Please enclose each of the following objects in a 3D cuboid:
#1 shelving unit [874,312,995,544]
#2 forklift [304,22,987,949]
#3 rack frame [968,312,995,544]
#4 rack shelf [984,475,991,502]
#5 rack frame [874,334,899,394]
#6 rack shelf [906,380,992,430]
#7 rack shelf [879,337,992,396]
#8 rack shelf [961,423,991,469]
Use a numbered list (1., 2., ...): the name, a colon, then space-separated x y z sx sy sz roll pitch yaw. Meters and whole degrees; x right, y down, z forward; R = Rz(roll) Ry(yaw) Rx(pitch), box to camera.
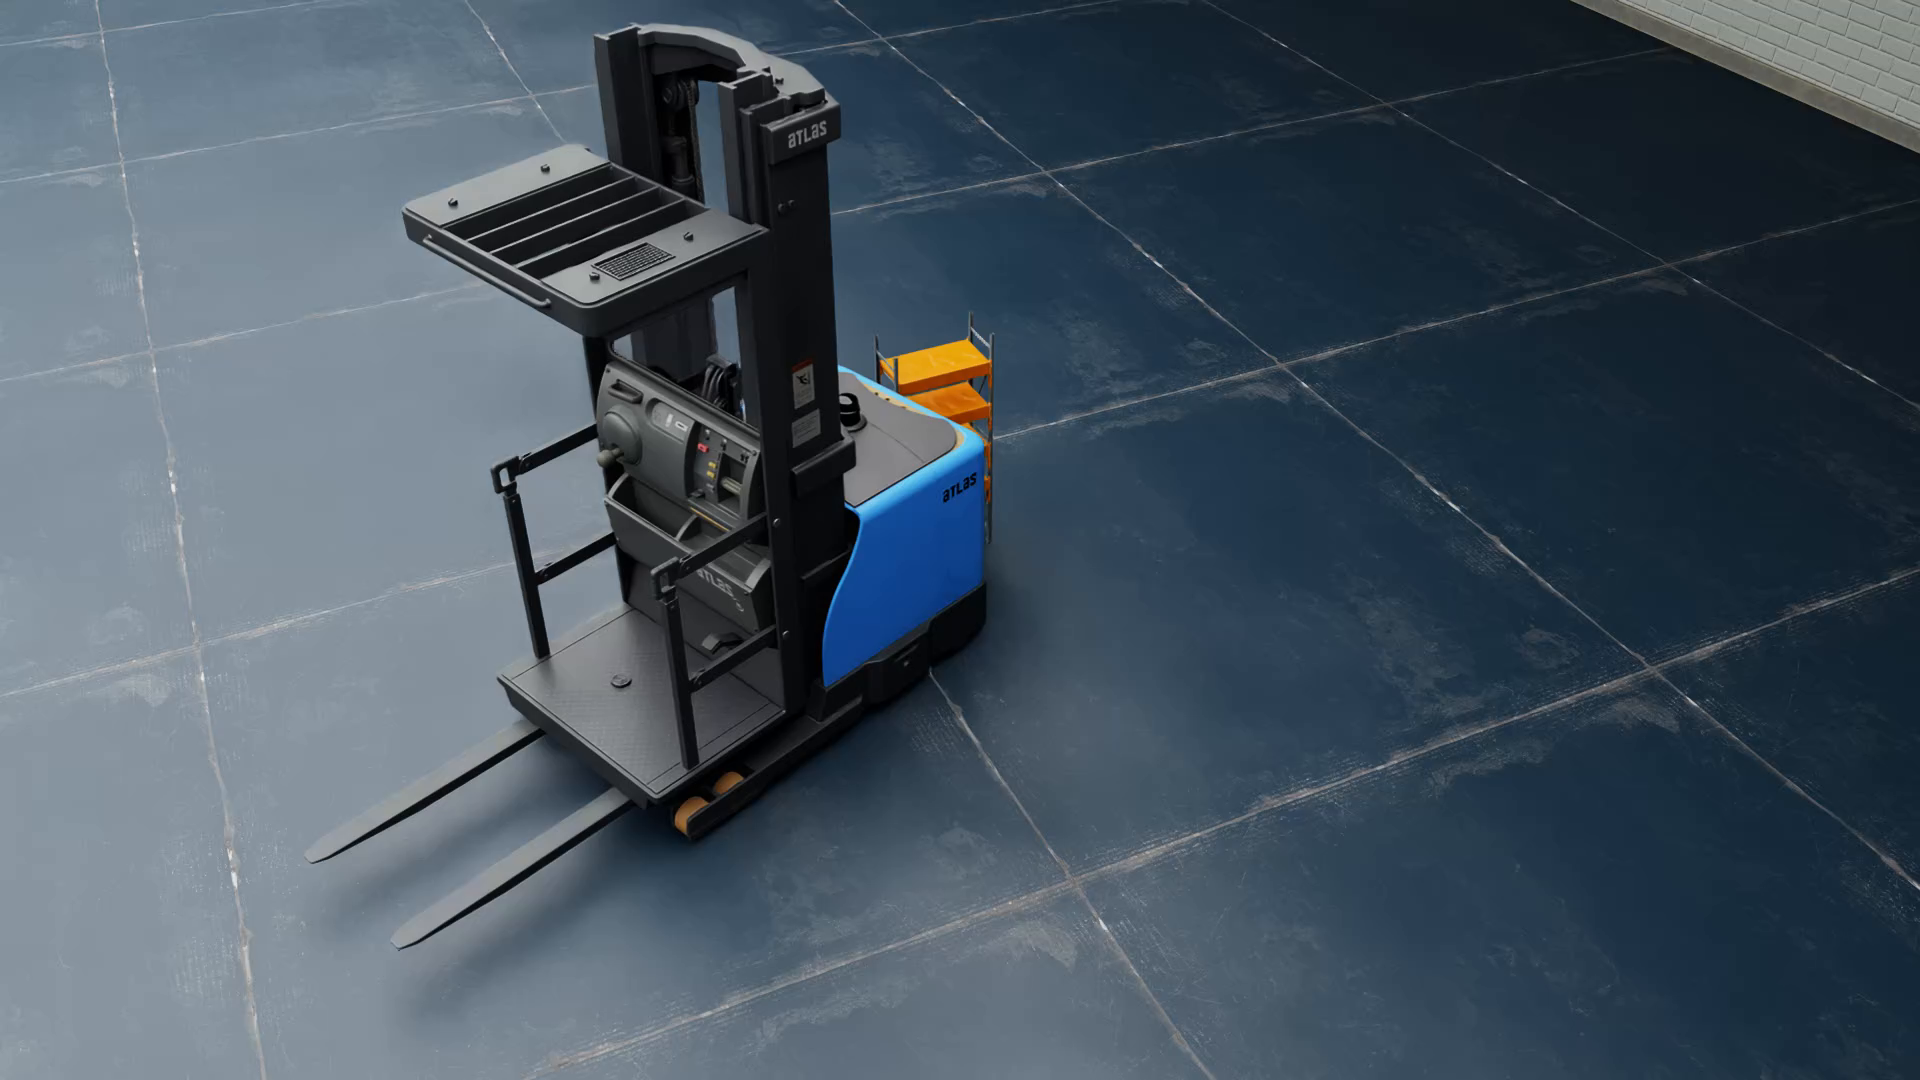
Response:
1. shelving unit: -0.119 -0.464 8.011 0.503 1.200 0.258 -16 40 -21
2. forklift: -1.248 -0.312 6.354 1.130 2.935 3.031 29 45 33
3. rack frame: 0.100 -0.528 8.098 0.015 1.200 0.240 -16 40 -21
4. rack shelf: -0.119 -0.250 8.170 0.480 0.148 0.258 -16 40 -21
5. rack frame: -0.338 -0.400 7.925 0.015 1.200 0.240 -16 40 -21
6. rack shelf: -0.119 -0.590 7.918 0.480 0.148 0.258 -16 40 -21
7. rack shelf: -0.119 -0.780 7.777 0.480 0.148 0.258 -16 40 -21
8. rack shelf: -0.119 -0.410 8.051 0.480 0.148 0.258 -16 40 -21
